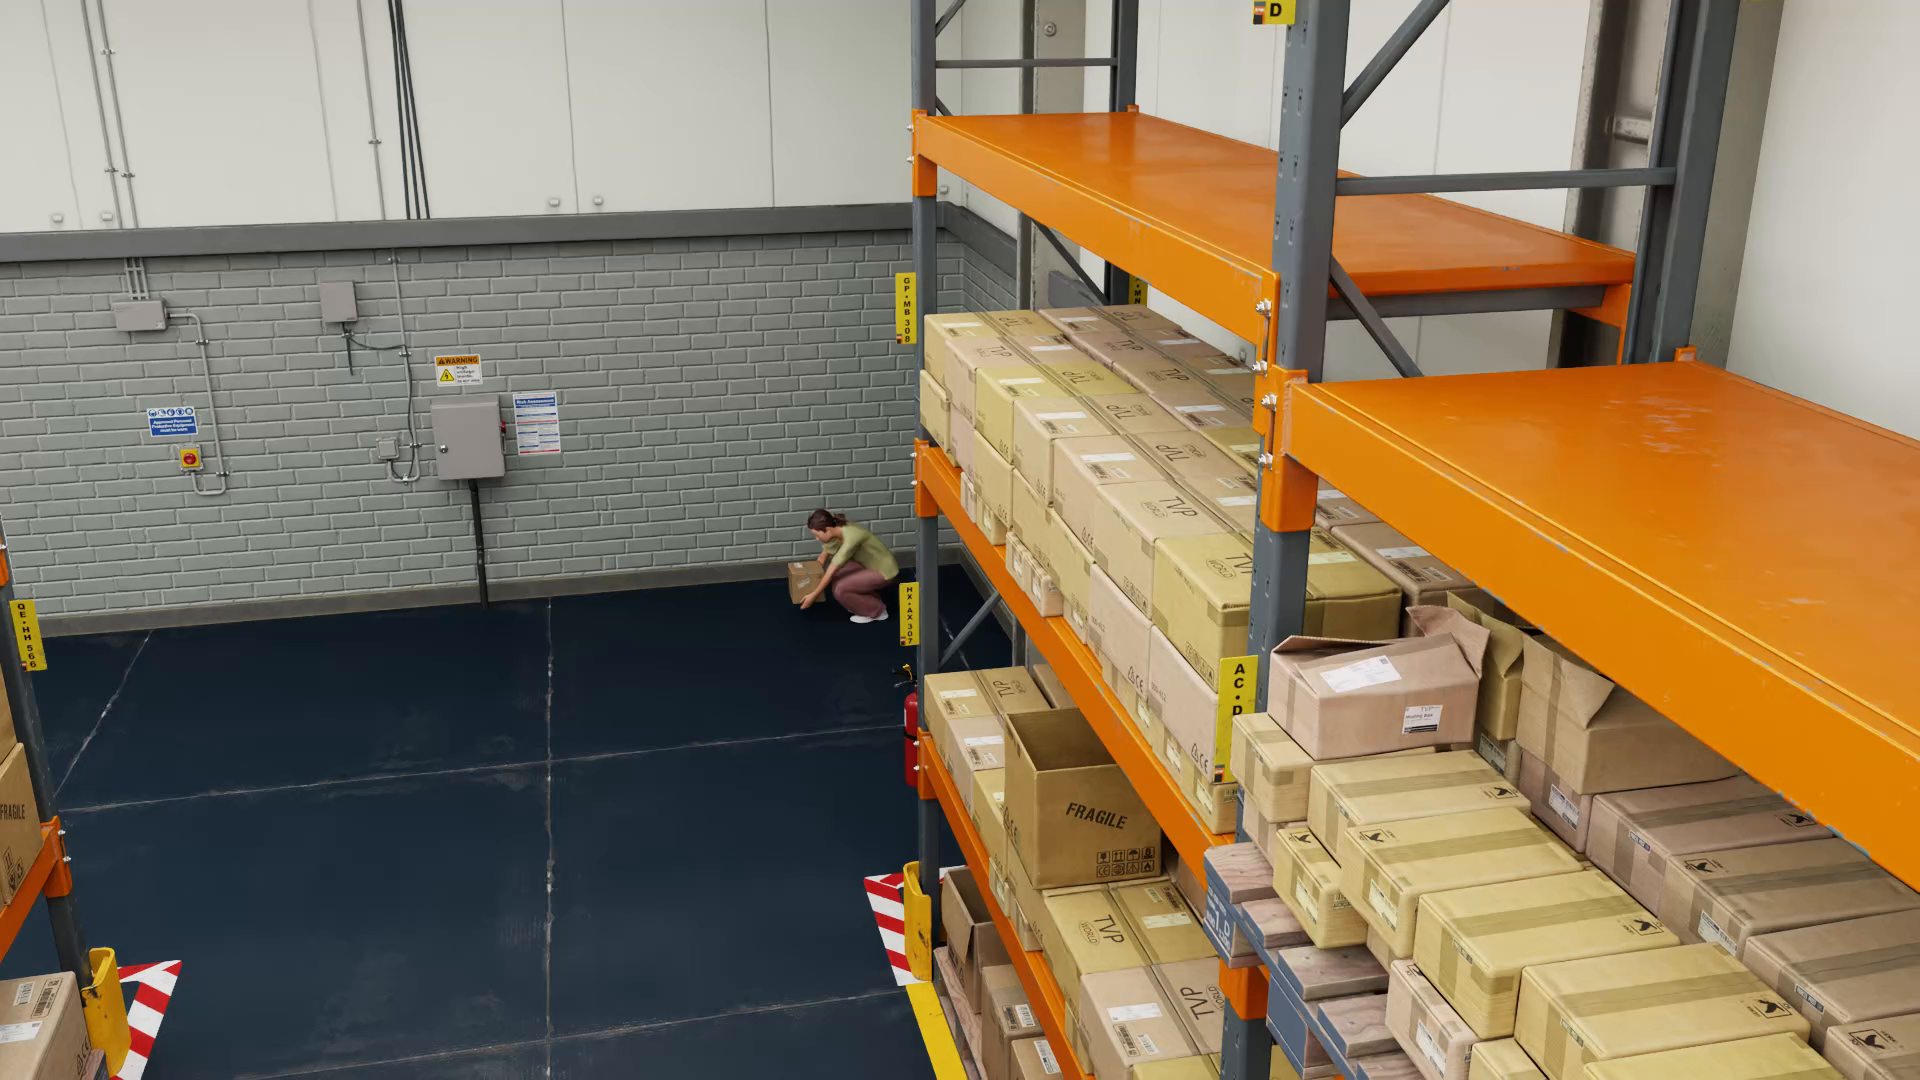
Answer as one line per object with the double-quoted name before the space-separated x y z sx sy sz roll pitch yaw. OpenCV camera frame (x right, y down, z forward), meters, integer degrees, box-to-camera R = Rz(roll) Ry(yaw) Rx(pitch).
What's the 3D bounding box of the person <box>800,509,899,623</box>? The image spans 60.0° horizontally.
"person" -0.878 0.176 12.980 0.803 0.931 0.479 -5 20 -13
